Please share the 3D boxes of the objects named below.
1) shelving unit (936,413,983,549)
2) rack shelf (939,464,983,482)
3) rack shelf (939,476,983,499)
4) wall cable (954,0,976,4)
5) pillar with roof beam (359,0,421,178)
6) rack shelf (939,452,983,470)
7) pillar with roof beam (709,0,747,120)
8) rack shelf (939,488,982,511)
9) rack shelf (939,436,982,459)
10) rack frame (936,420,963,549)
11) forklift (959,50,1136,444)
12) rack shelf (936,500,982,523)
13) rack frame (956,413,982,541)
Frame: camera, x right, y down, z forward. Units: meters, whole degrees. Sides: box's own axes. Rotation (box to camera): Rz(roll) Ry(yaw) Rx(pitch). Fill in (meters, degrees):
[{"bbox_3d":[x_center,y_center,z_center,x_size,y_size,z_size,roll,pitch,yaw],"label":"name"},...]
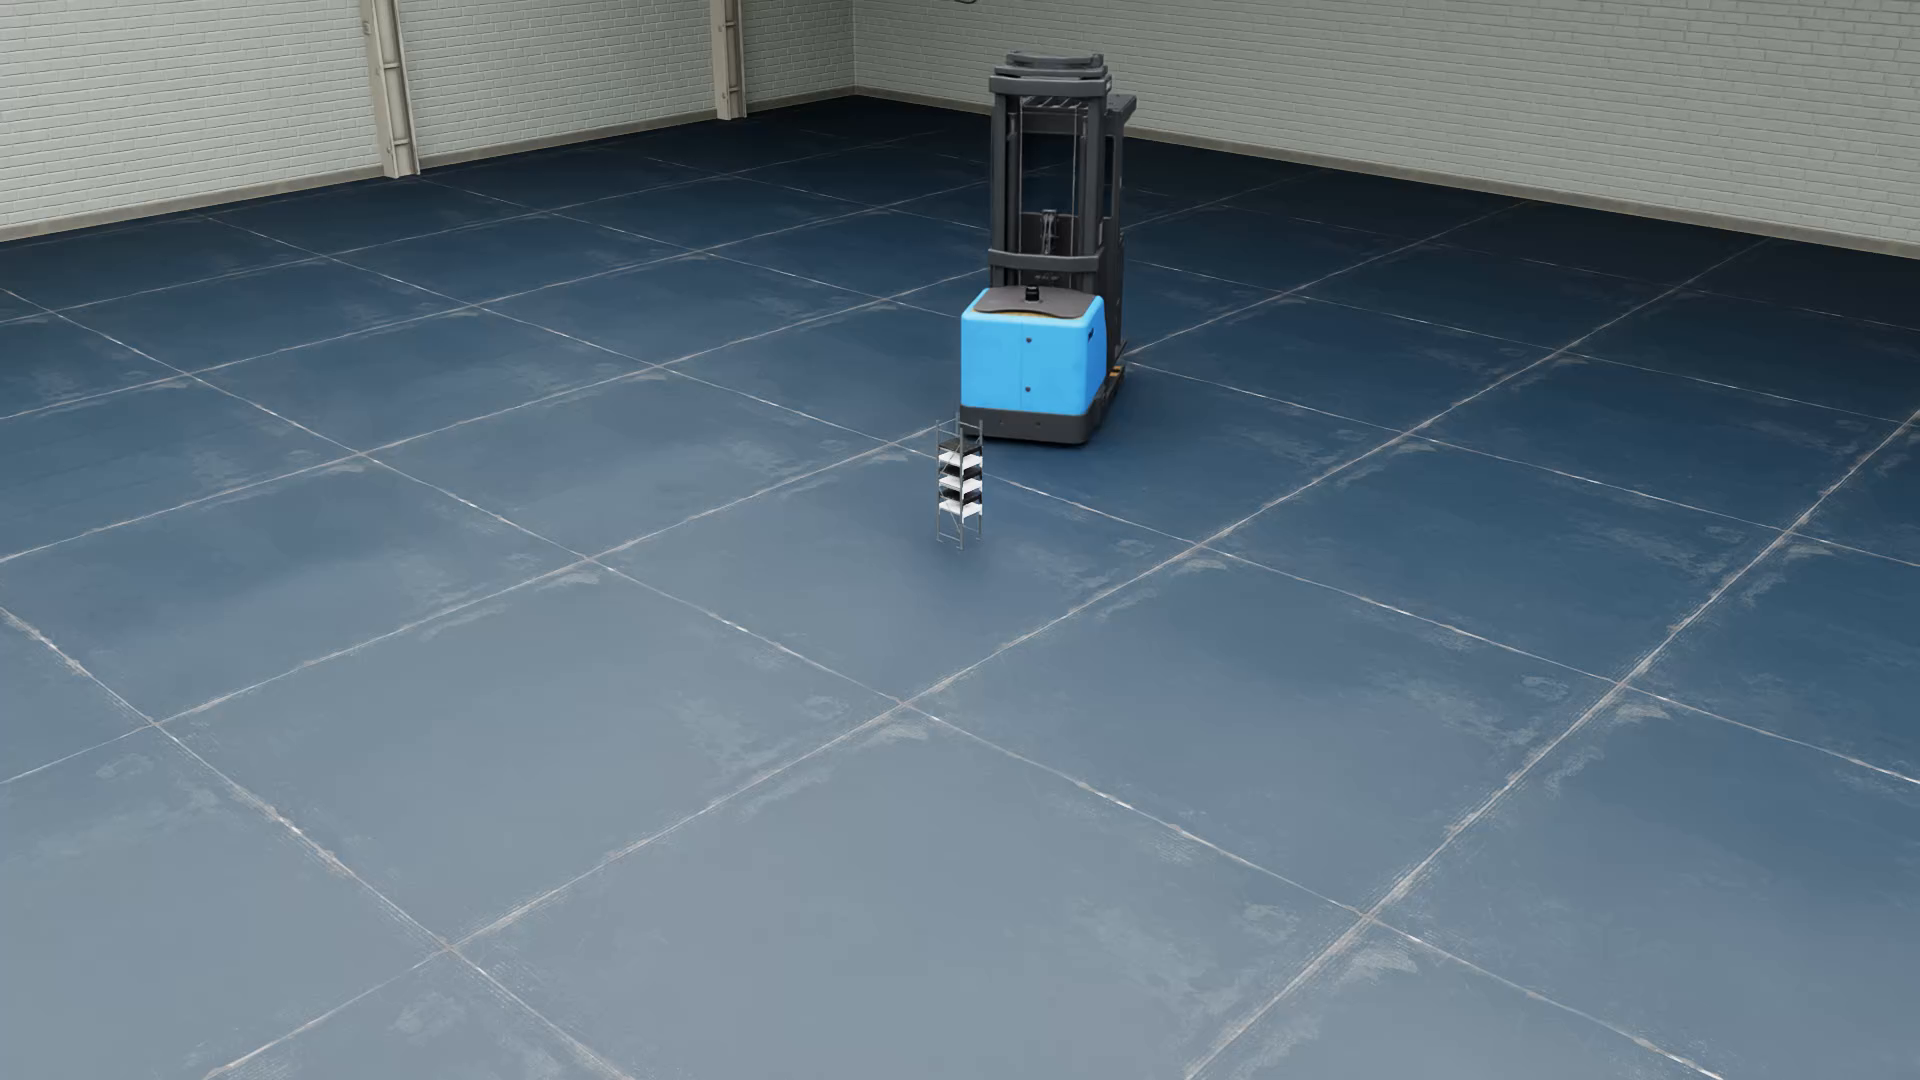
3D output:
[{"bbox_3d":[-0.005,-0.408,11.560,0.258,0.900,0.210,20,31,38],"label":"shelving unit"},{"bbox_3d":[-0.005,-0.460,11.537,0.258,0.077,0.200,20,31,38],"label":"rack shelf"},{"bbox_3d":[-0.005,-0.378,11.574,0.258,0.077,0.200,20,31,38],"label":"rack shelf"},{"bbox_3d":[-0.773,-10.115,27.107,3.097,2.526,0.112,20,31,38],"label":"wall cable"},{"bbox_3d":[-4.523,-7.992,18.576,9.100,9.000,0.400,20,31,38],"label":"pillar with roof beam"},{"bbox_3d":[-0.005,-0.542,11.500,0.258,0.077,0.200,20,31,38],"label":"rack shelf"},{"bbox_3d":[-0.518,-9.820,22.653,9.100,9.000,0.400,20,31,38],"label":"pillar with roof beam"},{"bbox_3d":[-0.005,-0.296,11.611,0.258,0.077,0.200,20,31,38],"label":"rack shelf"},{"bbox_3d":[-0.005,-0.624,11.464,0.258,0.077,0.200,20,31,38],"label":"rack shelf"},{"bbox_3d":[-0.073,-0.377,11.491,0.240,0.900,0.006,20,31,38],"label":"rack frame"},{"bbox_3d":[0.854,-2.683,14.151,1.130,2.935,3.031,6,25,13],"label":"forklift"},{"bbox_3d":[-0.005,-0.213,11.648,0.258,0.077,0.200,20,31,38],"label":"rack shelf"},{"bbox_3d":[0.062,-0.439,11.629,0.240,0.900,0.006,20,31,38],"label":"rack frame"}]
